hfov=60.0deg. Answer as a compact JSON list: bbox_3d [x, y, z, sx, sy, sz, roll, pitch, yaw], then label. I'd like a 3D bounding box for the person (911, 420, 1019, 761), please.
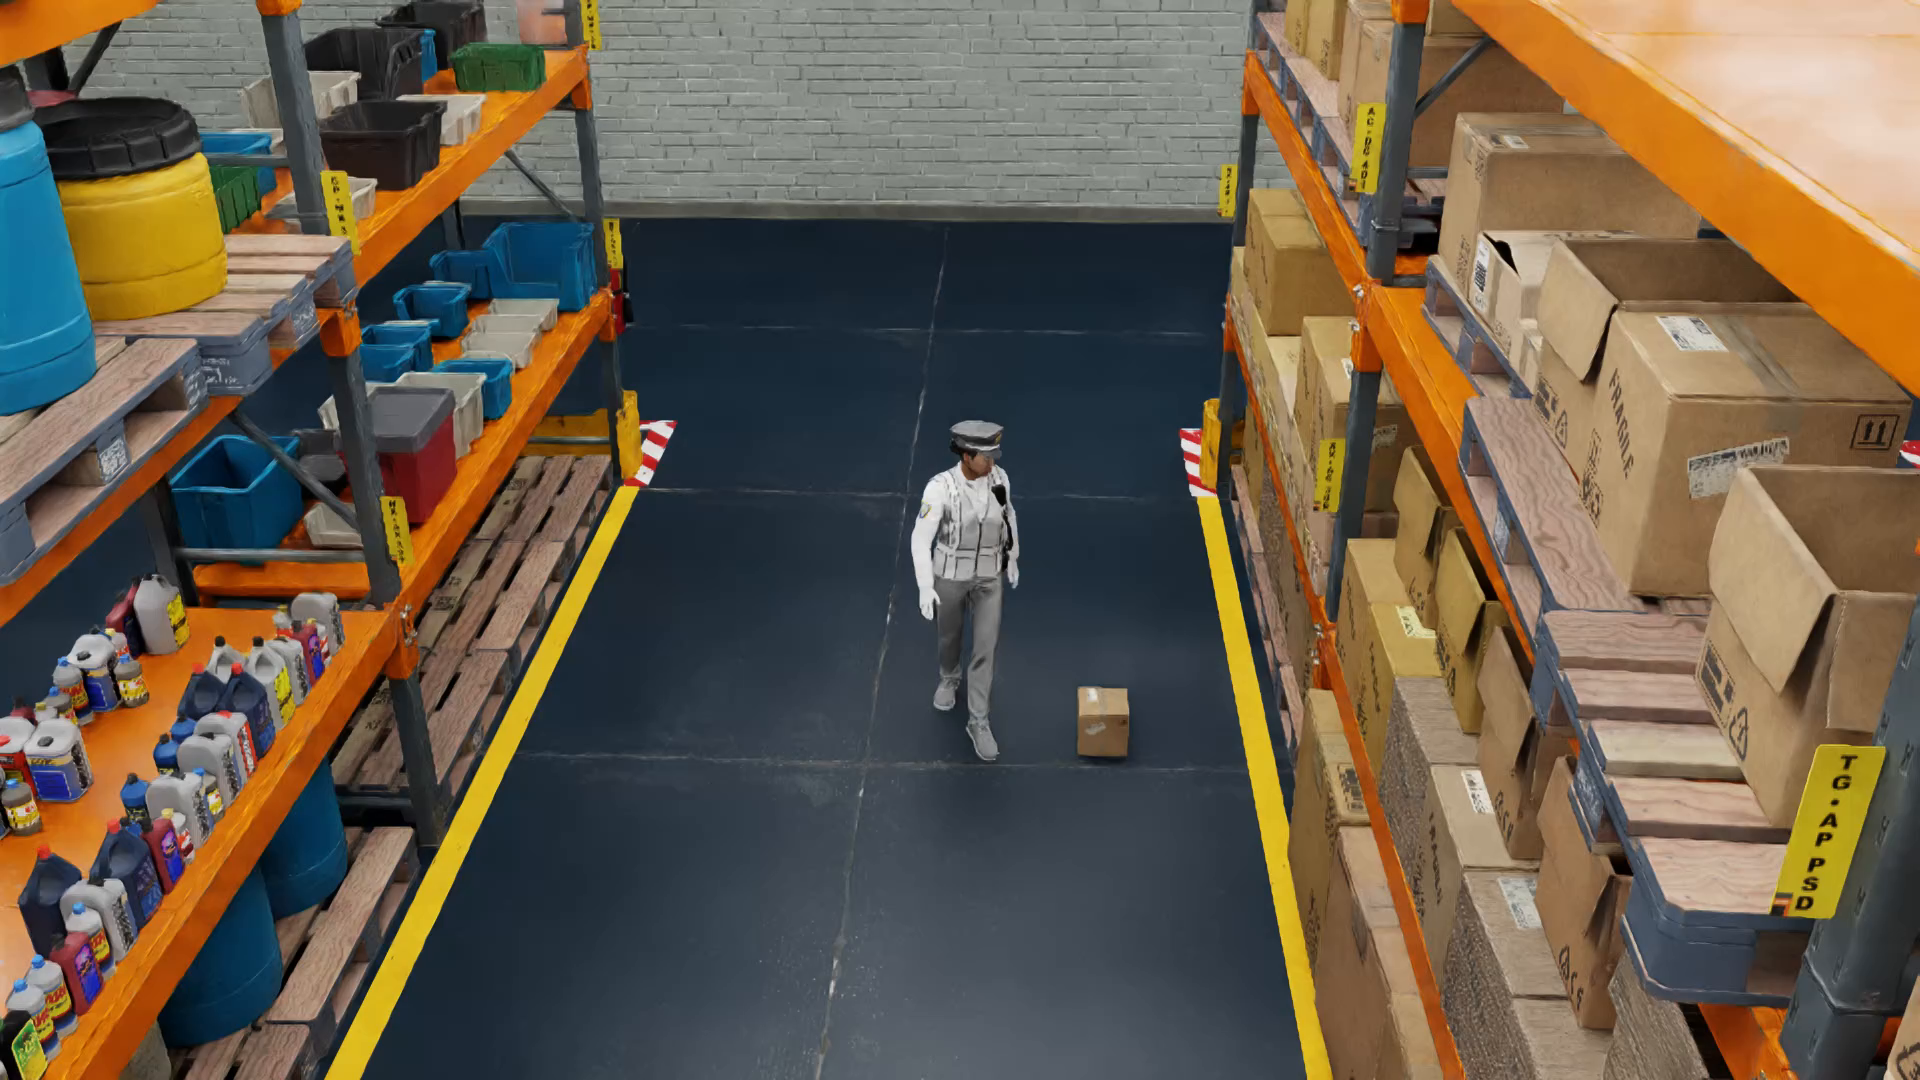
[{"bbox_3d":[0.052,0.219,8.244,0.604,1.664,0.748,-8,29,-14],"label":"person"}]
